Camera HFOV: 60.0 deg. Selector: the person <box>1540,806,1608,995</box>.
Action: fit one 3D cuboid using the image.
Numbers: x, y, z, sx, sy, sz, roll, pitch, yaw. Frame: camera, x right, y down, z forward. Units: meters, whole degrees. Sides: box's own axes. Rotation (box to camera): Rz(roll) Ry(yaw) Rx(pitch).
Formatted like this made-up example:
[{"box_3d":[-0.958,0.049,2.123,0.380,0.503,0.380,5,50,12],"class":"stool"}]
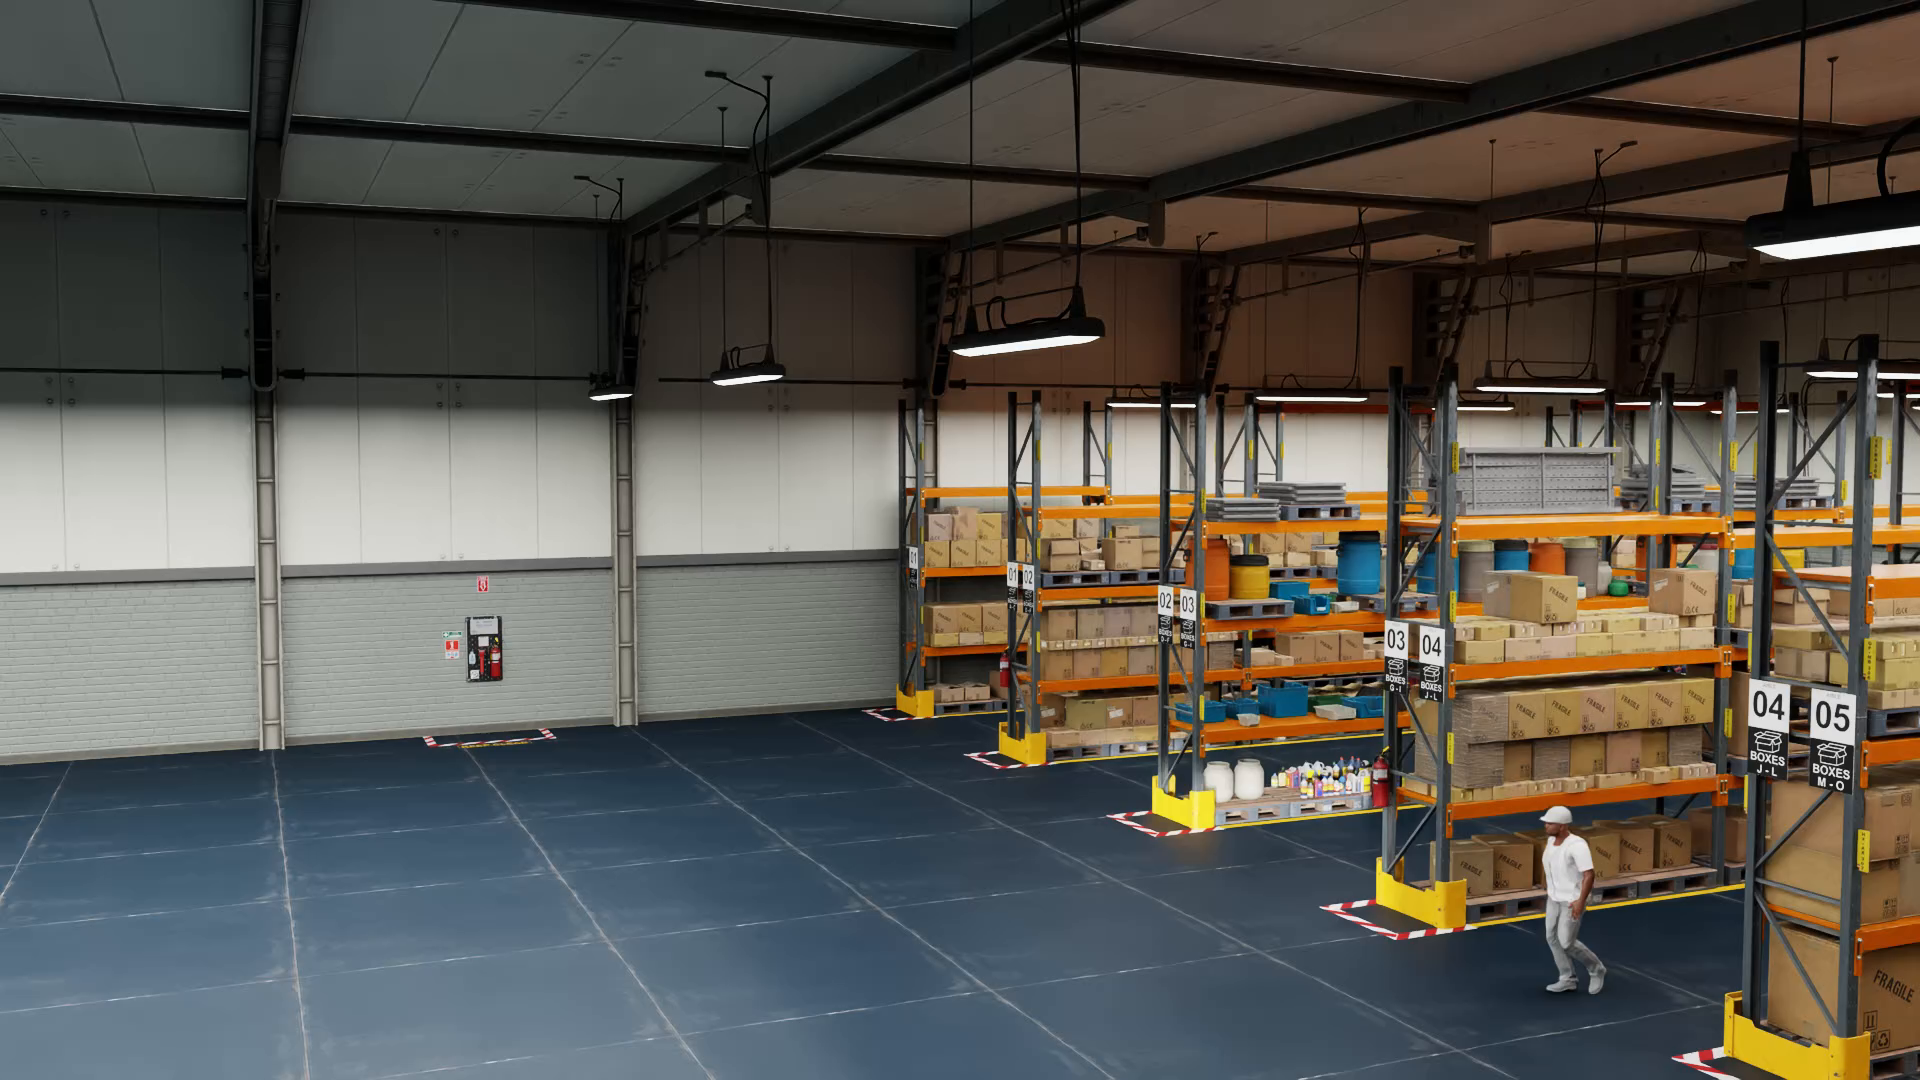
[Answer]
[{"box_3d":[5.763,3.376,15.665,0.582,1.744,0.649,-1,3,-15],"class":"person"}]
